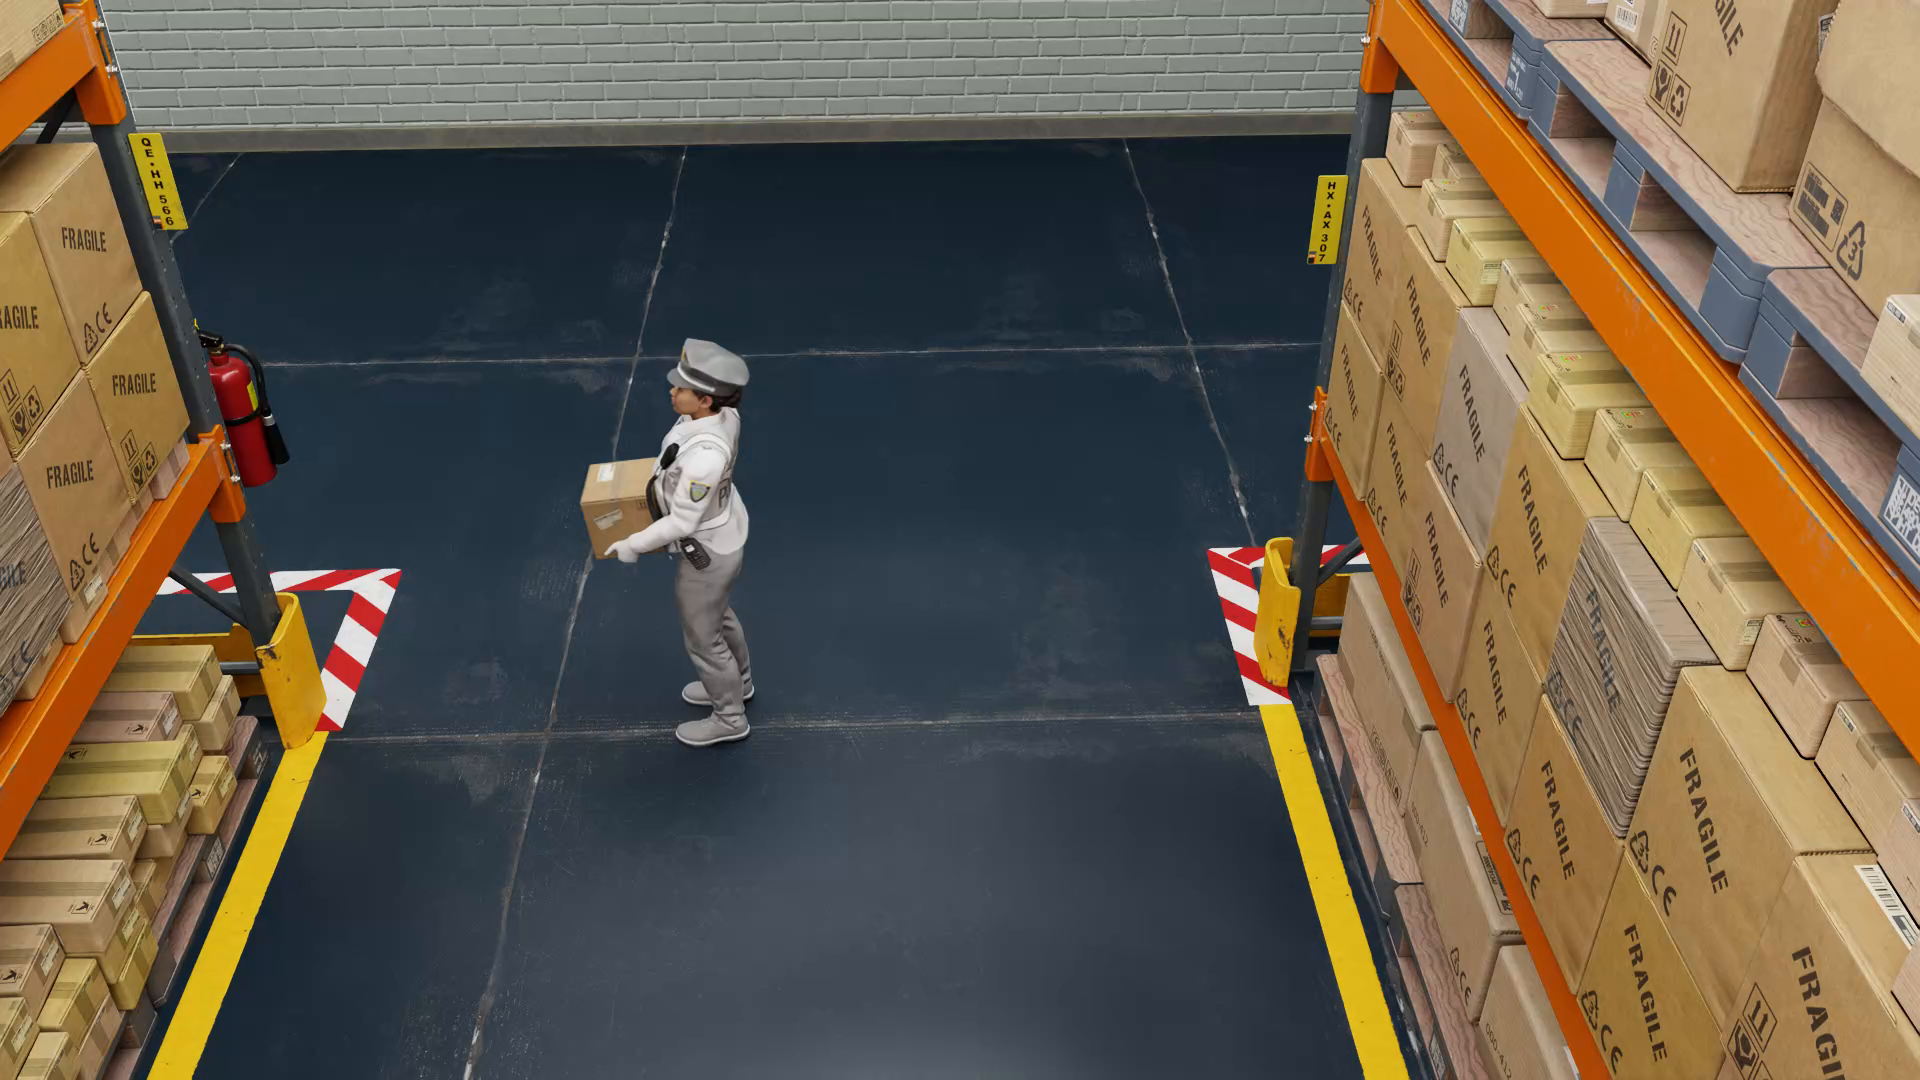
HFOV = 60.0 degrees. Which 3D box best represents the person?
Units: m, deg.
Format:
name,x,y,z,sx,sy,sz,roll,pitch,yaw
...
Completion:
name,x,y,z,sx,sy,sz,roll,pitch,yaw
person,-0.998,0.018,6.097,0.556,1.686,0.460,-1,35,-2
